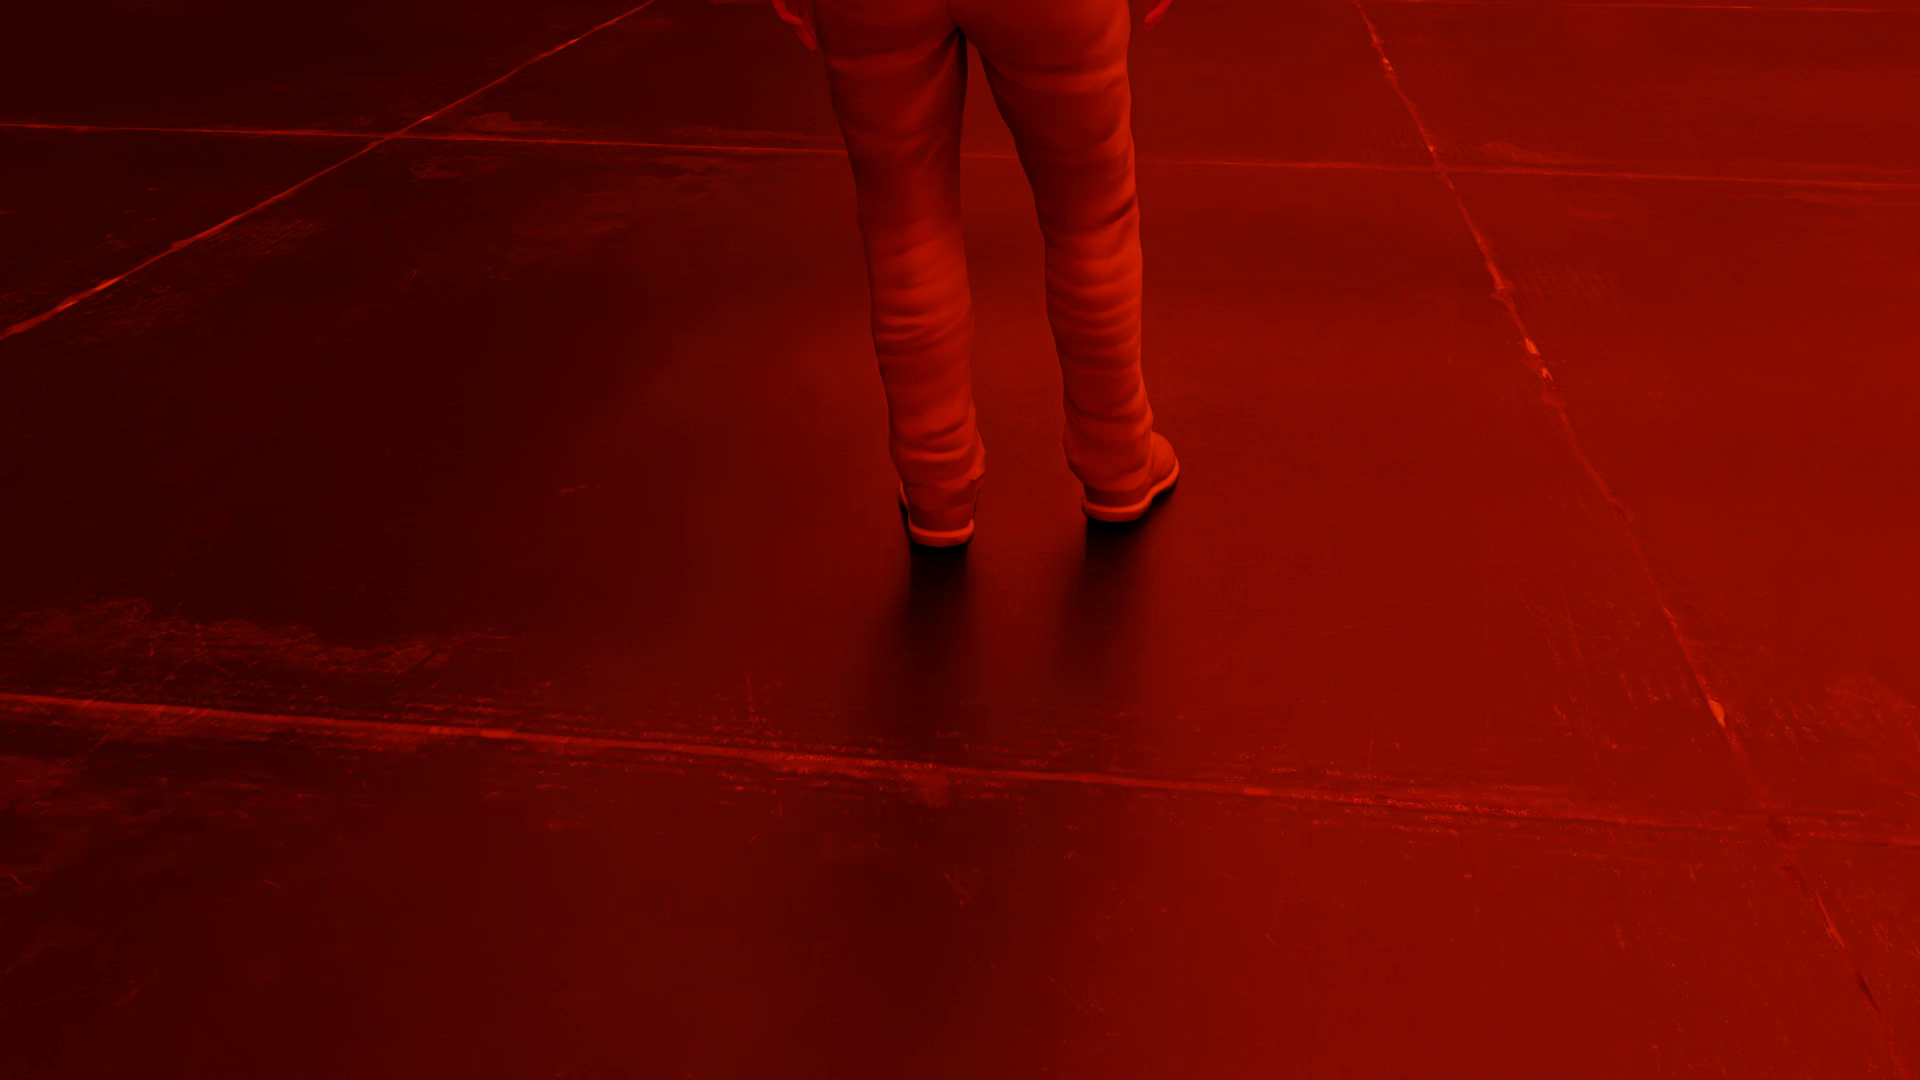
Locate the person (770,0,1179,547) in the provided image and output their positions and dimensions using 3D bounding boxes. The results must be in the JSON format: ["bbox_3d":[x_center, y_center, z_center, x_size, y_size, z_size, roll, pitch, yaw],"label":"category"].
[{"bbox_3d":[0.033,-0.786,2.190,0.598,1.670,0.529,3,27,7],"label":"person"}]
